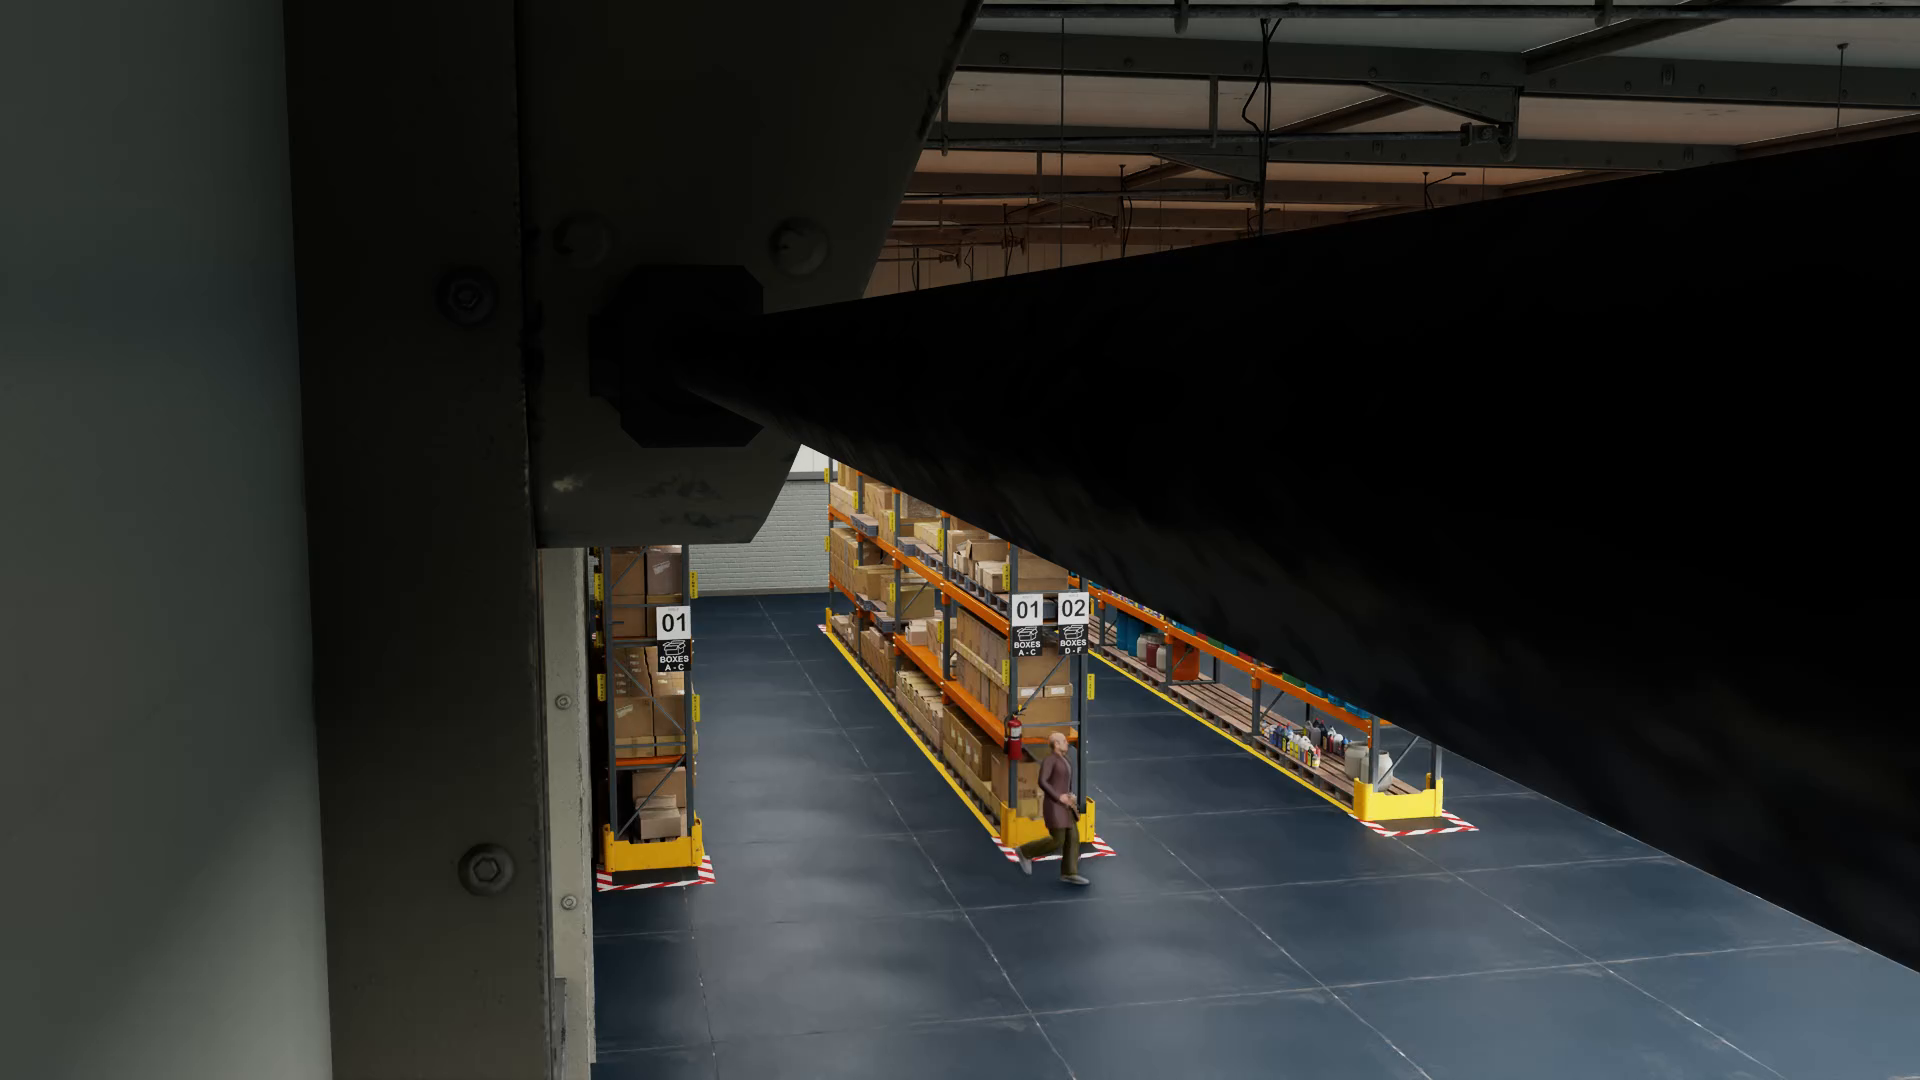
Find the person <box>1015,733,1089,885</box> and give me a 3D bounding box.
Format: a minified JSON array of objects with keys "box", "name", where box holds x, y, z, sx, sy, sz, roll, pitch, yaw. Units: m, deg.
[{"box":[1.163,3.142,19.683,0.916,1.720,0.773,3,7,22],"name":"person"}]
